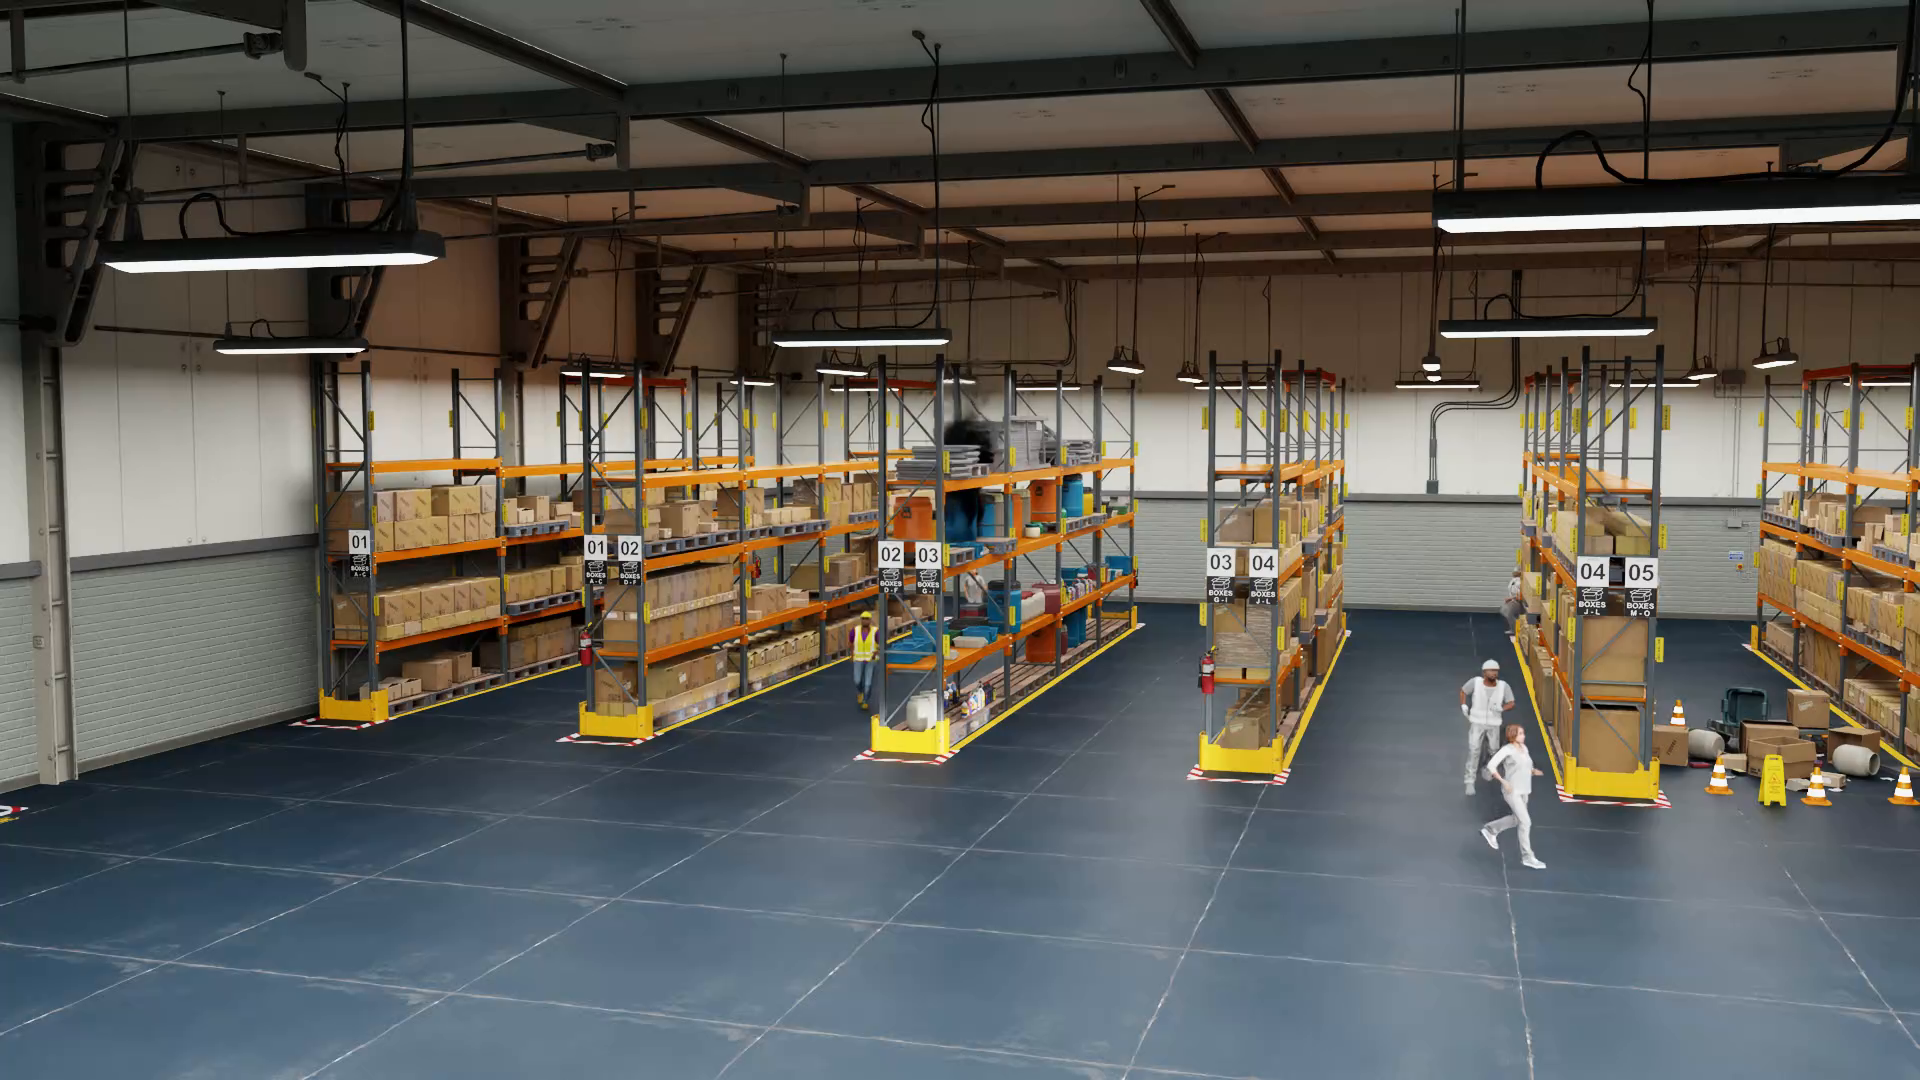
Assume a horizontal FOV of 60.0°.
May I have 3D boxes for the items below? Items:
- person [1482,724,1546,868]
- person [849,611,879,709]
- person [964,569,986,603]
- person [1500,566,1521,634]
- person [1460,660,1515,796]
[{"bbox_3d":[6.257,2.857,18.801,0.544,1.575,0.864,-3,5,-39],"label":"person"},{"bbox_3d":[-1.630,2.088,28.824,0.640,1.715,0.576,0,4,2],"label":"person"},{"bbox_3d":[0.339,1.390,39.462,0.545,1.609,0.590,0,4,7],"label":"person"},{"bbox_3d":[12.911,1.411,38.860,0.510,1.621,0.606,0,4,-5],"label":"person"},{"bbox_3d":[7.162,2.505,22.561,0.699,1.773,0.999,1,4,9],"label":"person"}]
